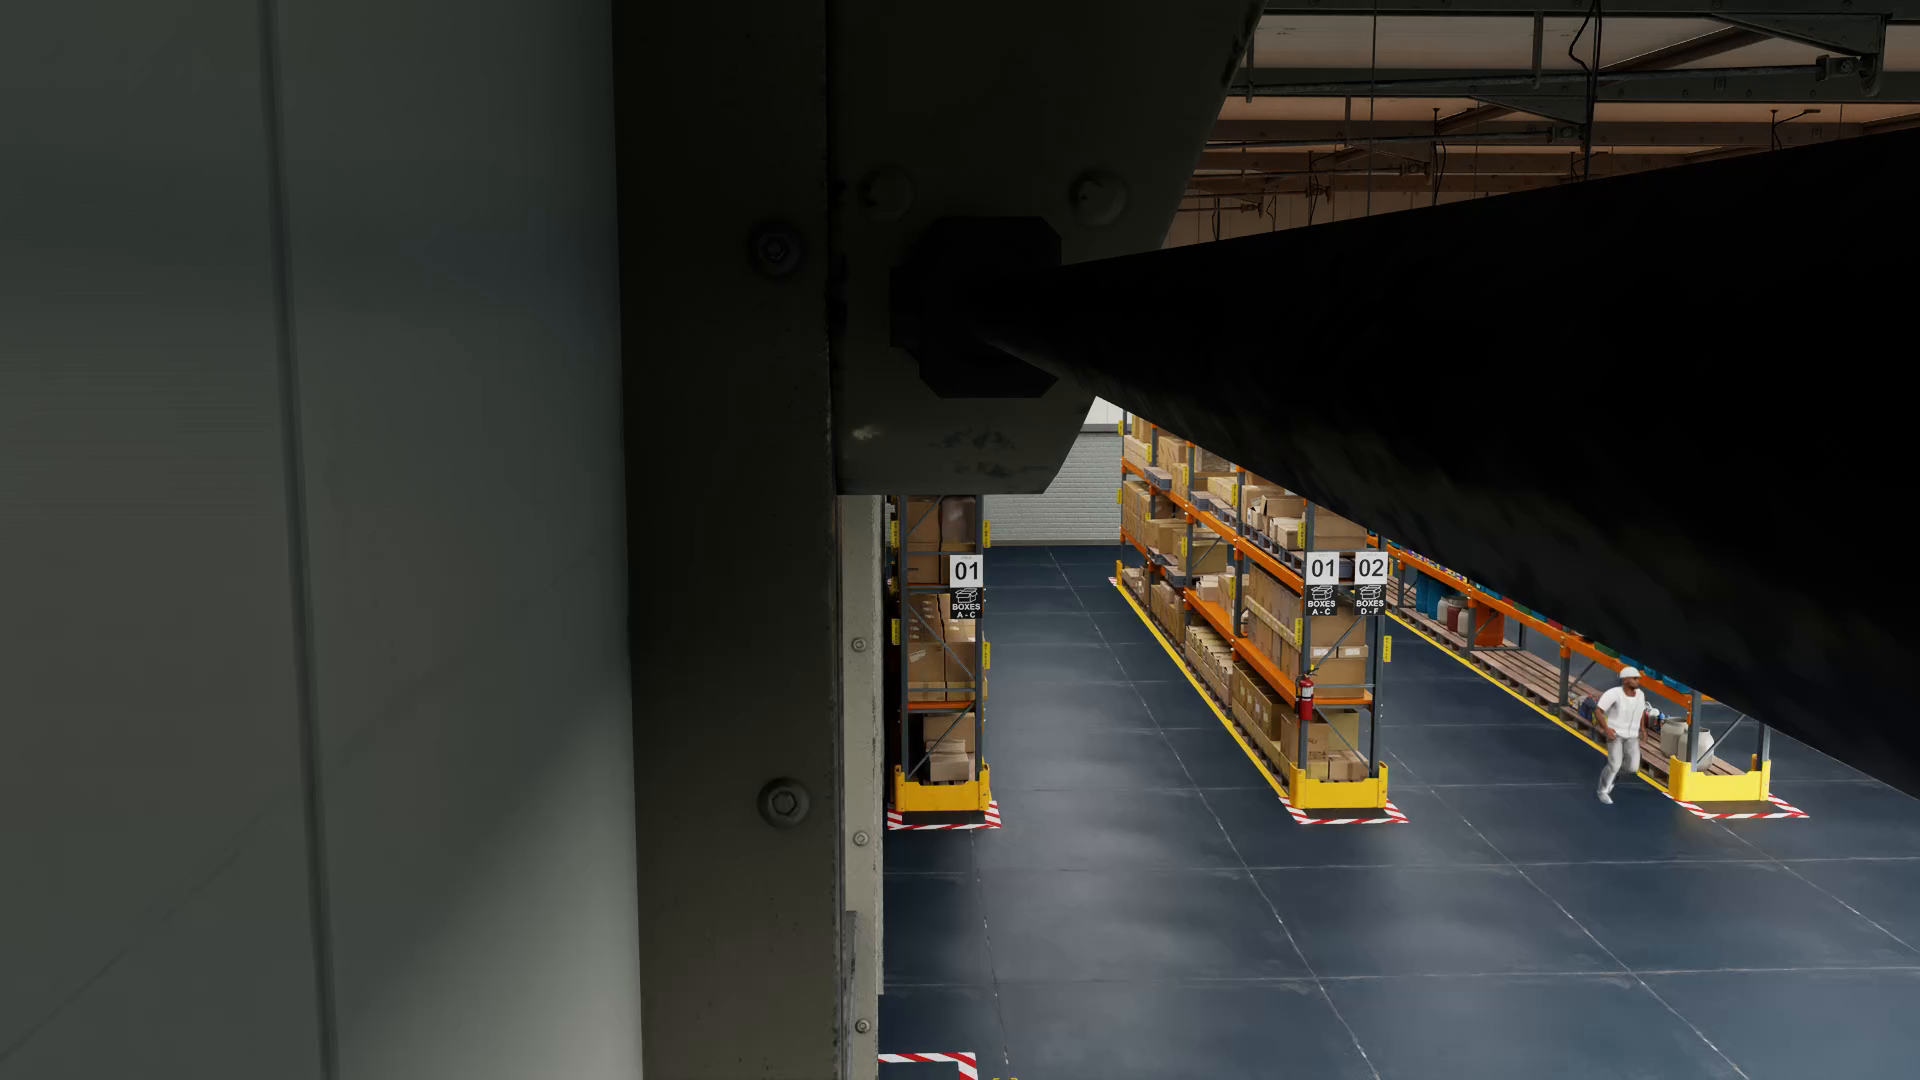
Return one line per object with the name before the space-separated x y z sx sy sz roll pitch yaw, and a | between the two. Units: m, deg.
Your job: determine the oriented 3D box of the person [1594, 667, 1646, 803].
person | 8.320 2.436 20.863 0.757 1.710 0.536 -2 9 -12
